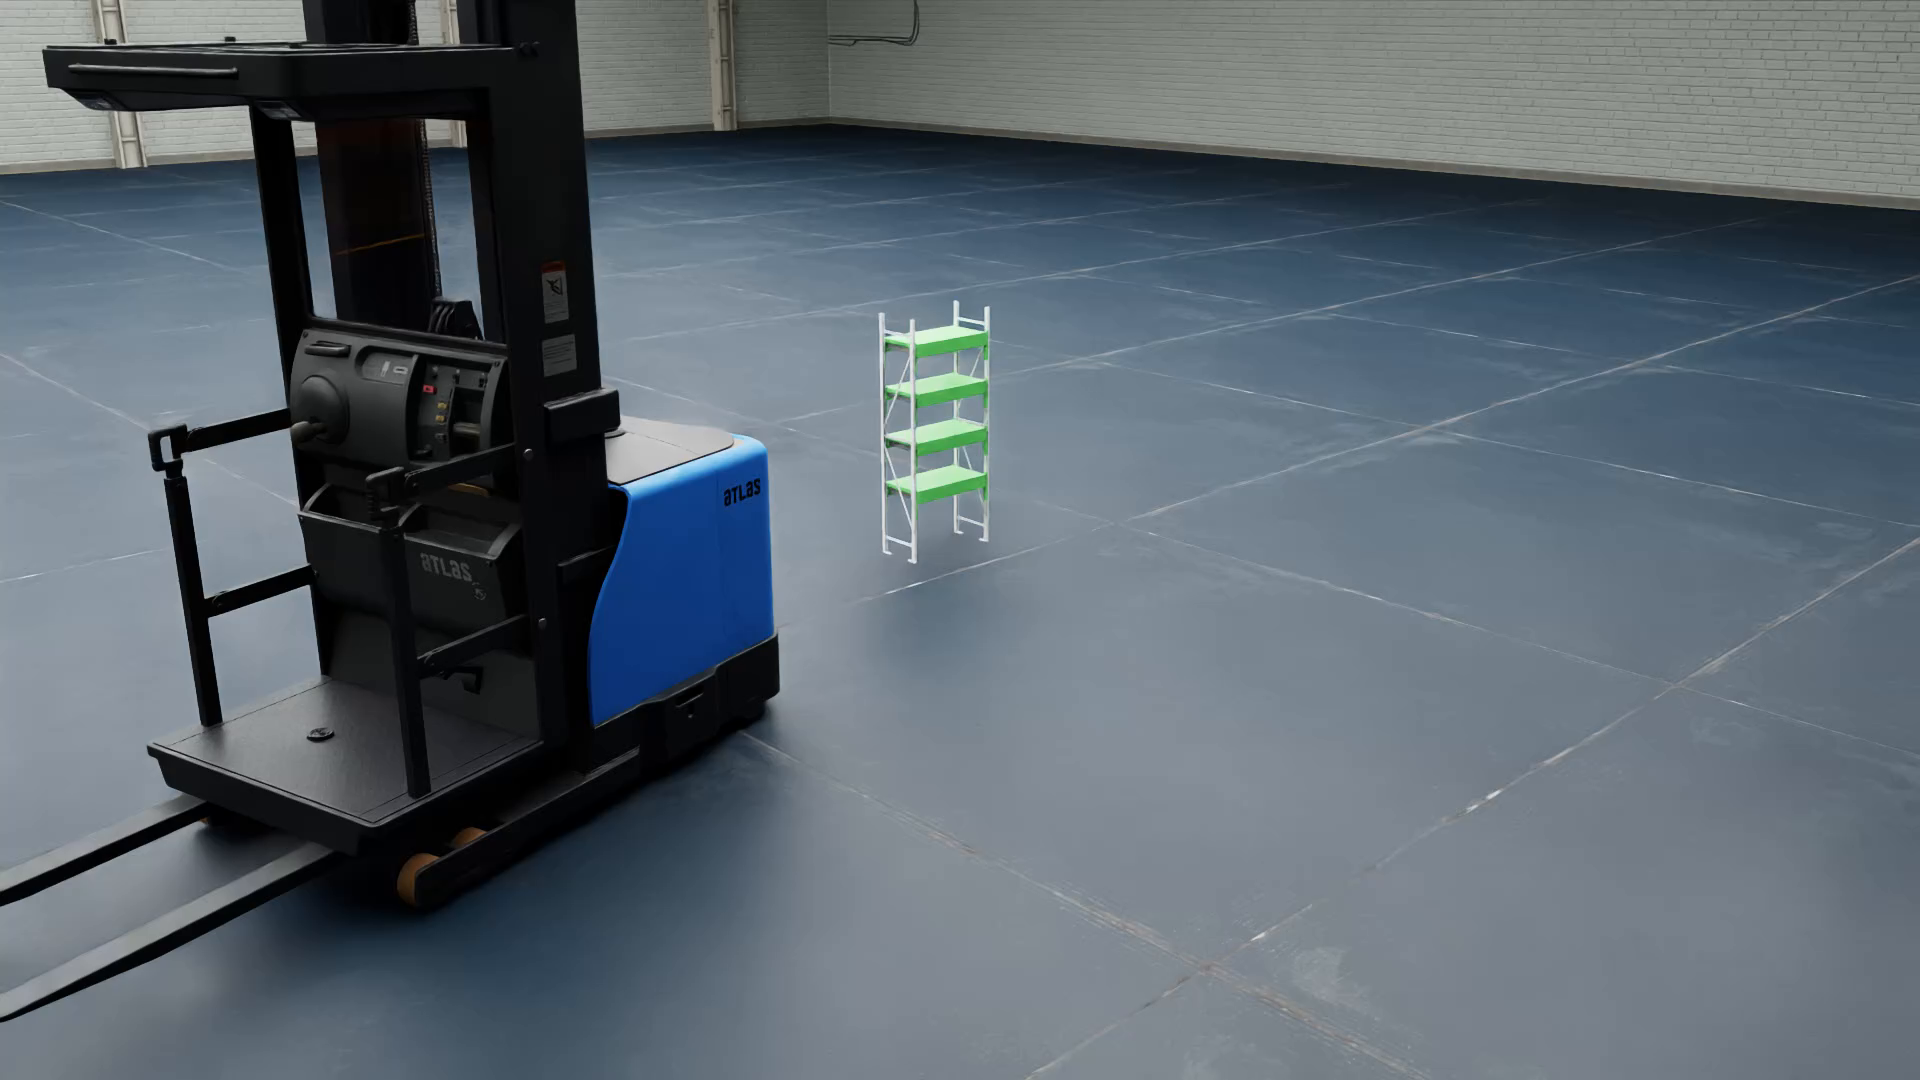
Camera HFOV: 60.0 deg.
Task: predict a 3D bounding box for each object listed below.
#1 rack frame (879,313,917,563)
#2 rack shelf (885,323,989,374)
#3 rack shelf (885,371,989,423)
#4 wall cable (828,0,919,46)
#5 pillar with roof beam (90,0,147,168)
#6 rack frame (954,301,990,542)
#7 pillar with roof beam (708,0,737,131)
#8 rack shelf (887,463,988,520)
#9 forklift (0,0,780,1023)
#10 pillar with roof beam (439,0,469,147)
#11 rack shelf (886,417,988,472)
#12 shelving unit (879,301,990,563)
[{"bbox_3d":[-0.298,-0.484,8.032,0.015,1.200,0.240,-16,24,-41],"label":"rack frame"},{"bbox_3d":[-0.120,-0.931,8.063,0.480,0.148,0.258,-16,24,-41],"label":"rack shelf"},{"bbox_3d":[-0.120,-0.703,8.137,0.480,0.148,0.258,-16,24,-41],"label":"rack shelf"},{"bbox_3d":[-1.942,-11.848,35.471,0.112,2.526,3.097,-16,24,-41],"label":"wall cable"},{"bbox_3d":[-10.752,-9.489,23.162,0.400,9.000,9.100,-16,24,-41],"label":"pillar with roof beam"},{"bbox_3d":[0.057,-0.587,8.351,0.015,1.200,0.240,-16,24,-41],"label":"rack frame"},{"bbox_3d":[-2.033,-12.032,31.005,0.400,9.000,9.100,-16,24,-41],"label":"pillar with roof beam"},{"bbox_3d":[-0.120,-0.247,8.285,0.480,0.148,0.258,-16,24,-41],"label":"rack shelf"},{"bbox_3d":[-1.897,-0.440,5.088,1.130,2.935,3.031,11,21,30],"label":"forklift"},{"bbox_3d":[-6.393,-10.761,27.083,0.400,9.000,9.100,-16,24,-41],"label":"pillar with roof beam"},{"bbox_3d":[-0.120,-0.475,8.211,0.480,0.148,0.258,-16,24,-41],"label":"rack shelf"},{"bbox_3d":[-0.120,-0.536,8.191,0.503,1.200,0.258,-16,24,-41],"label":"shelving unit"}]
